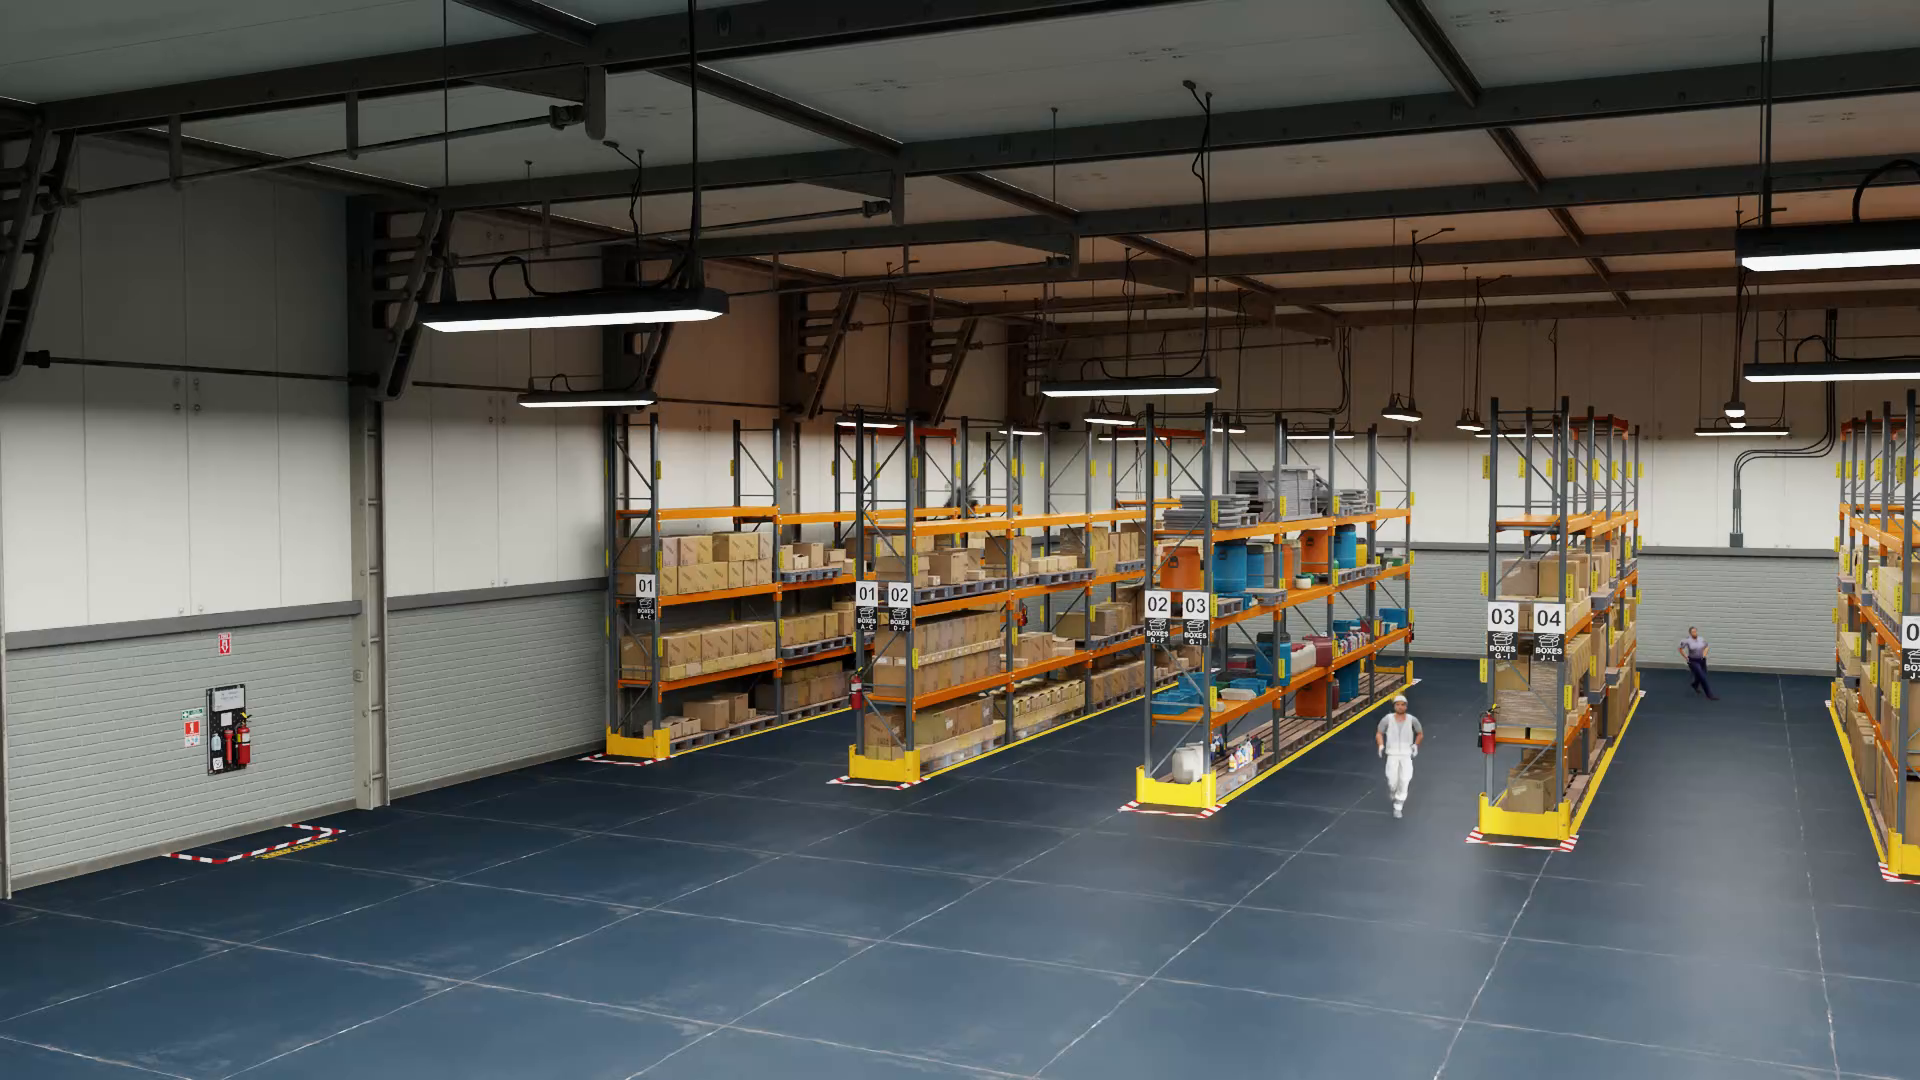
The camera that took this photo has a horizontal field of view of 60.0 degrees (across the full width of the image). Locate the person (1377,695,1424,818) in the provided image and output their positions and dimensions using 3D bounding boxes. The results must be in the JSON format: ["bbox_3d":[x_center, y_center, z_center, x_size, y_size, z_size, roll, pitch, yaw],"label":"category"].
[{"bbox_3d":[6.401,3.126,24.190,0.661,1.752,0.627,1,2,13],"label":"person"}]

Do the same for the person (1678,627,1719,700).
[{"bbox_3d":[16.144,2.682,36.493,0.689,1.585,0.925,0,2,-9],"label":"person"}]

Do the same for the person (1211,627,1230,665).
[{"bbox_3d":[6.512,2.410,42.090,0.565,1.658,0.819,-2,3,-35],"label":"person"}]
